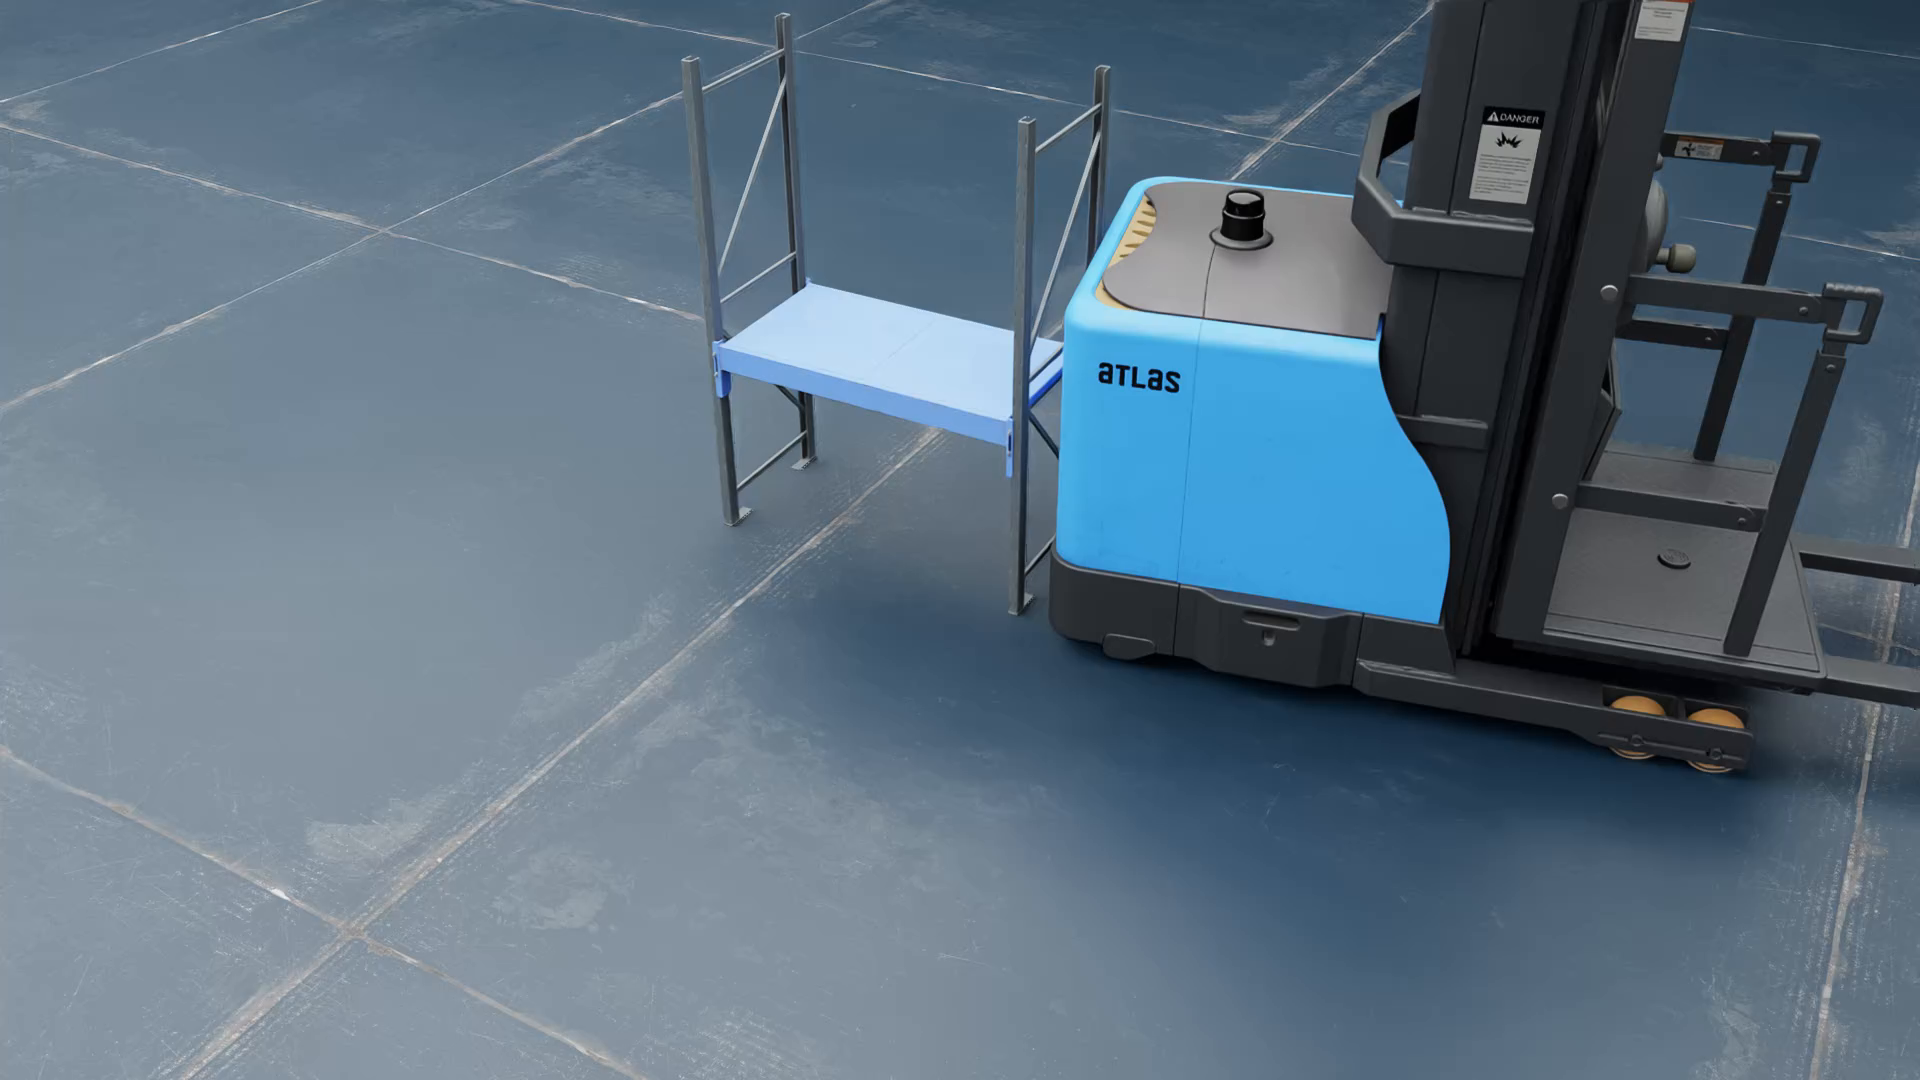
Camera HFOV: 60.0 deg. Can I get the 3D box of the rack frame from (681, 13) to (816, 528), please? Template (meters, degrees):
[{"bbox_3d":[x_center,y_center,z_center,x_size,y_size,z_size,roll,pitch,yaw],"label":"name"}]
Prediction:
[{"bbox_3d":[-0.622,-0.790,5.083,0.032,1.500,0.500,17,37,23],"label":"rack frame"}]

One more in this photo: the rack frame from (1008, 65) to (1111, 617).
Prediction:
[{"bbox_3d":[0.273,-0.523,4.682,0.032,1.500,0.500,17,37,23],"label":"rack frame"}]

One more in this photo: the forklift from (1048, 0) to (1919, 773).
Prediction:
[{"bbox_3d":[1.830,-0.942,4.020,3.031,2.935,1.130,9,35,13],"label":"forklift"}]

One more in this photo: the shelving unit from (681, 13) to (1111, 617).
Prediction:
[{"bbox_3d":[-0.175,-0.656,4.882,1.048,1.500,0.538,17,37,23],"label":"shelving unit"}]

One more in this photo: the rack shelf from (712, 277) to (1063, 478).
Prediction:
[{"bbox_3d":[-0.175,-0.507,4.982,1.000,0.185,0.538,17,37,23],"label":"rack shelf"}]
